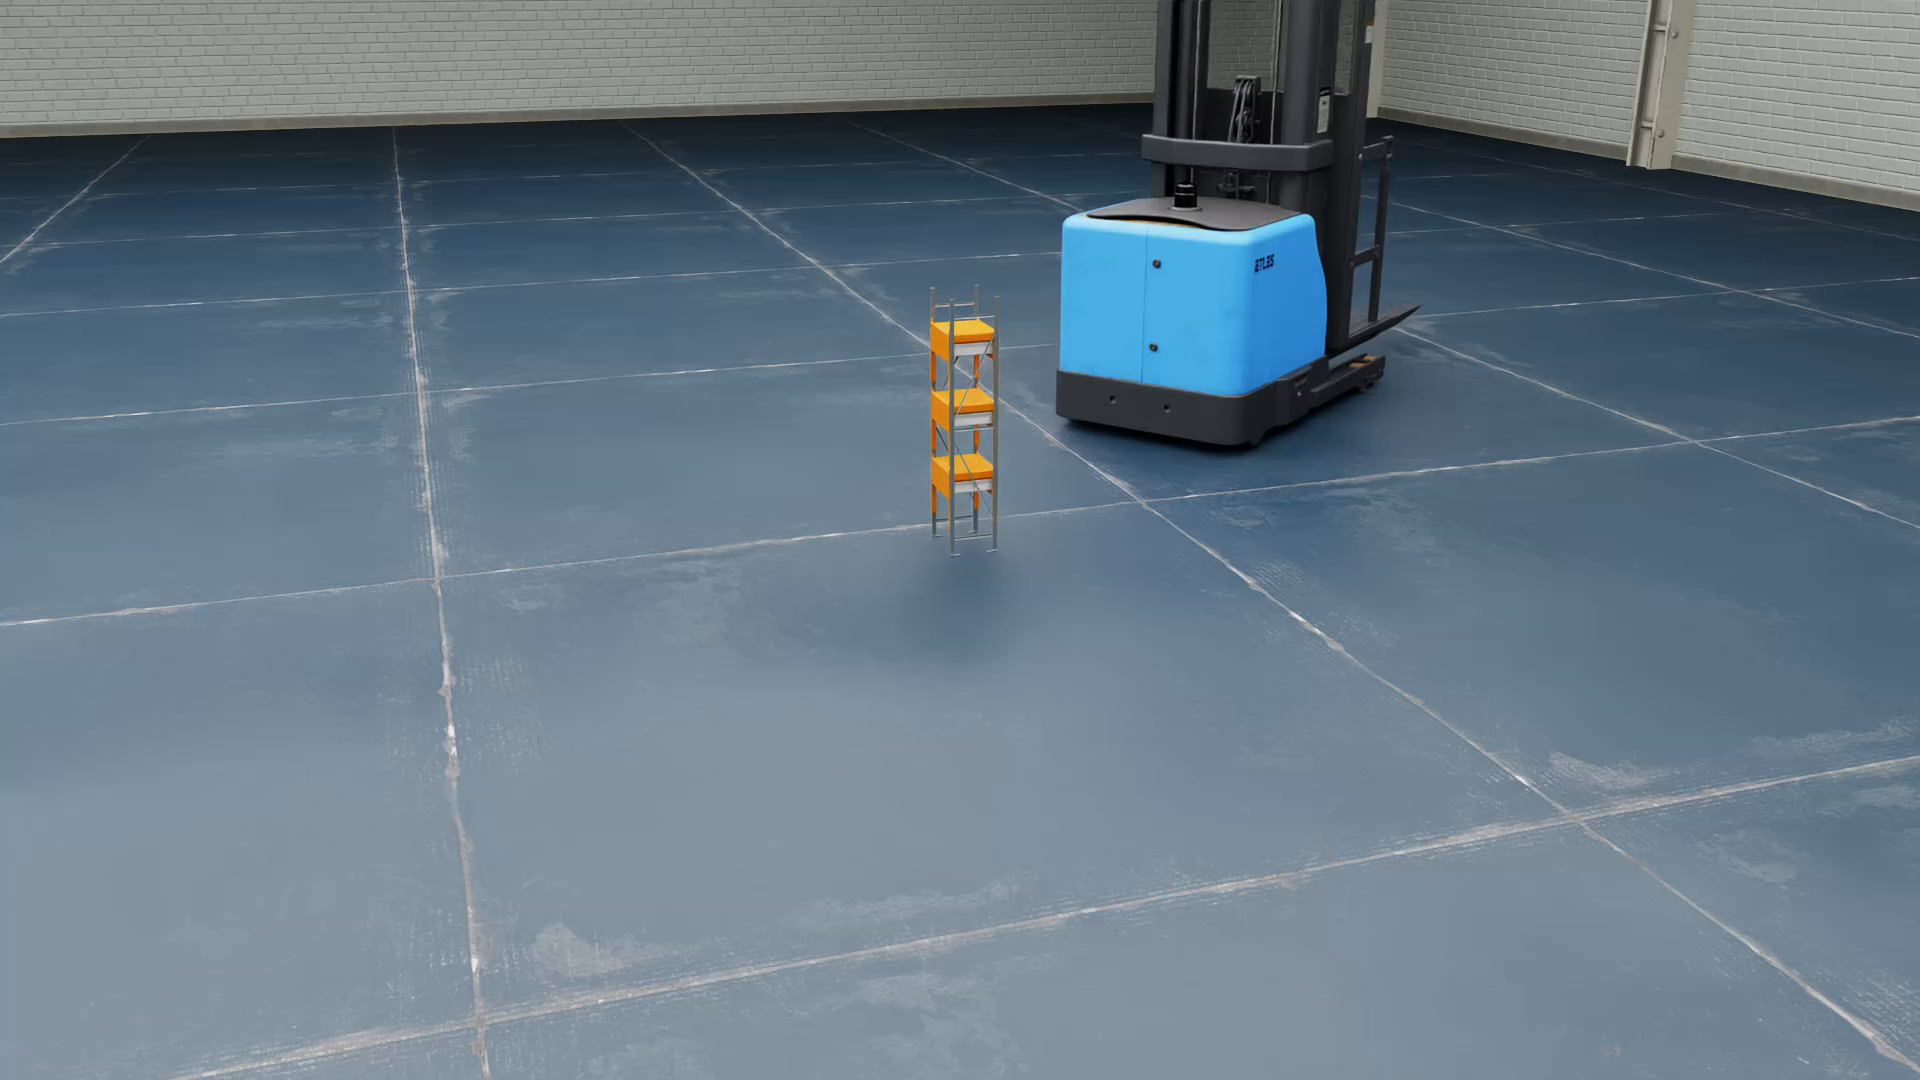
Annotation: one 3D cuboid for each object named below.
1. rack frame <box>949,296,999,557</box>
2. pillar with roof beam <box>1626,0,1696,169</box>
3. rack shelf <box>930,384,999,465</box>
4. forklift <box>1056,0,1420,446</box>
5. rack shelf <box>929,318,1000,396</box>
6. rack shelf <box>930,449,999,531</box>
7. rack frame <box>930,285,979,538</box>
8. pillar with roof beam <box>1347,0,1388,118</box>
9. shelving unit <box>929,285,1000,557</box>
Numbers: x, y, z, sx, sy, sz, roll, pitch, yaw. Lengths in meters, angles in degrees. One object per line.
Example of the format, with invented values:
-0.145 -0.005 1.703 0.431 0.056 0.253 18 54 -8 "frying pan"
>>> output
0.055 -0.438 6.582 0.200 1.050 0.008 -6 21 -17 "rack frame"
3.556 -7.918 15.649 9.100 9.000 0.400 -6 21 -17 "pillar with roof beam"
0.017 -0.467 6.695 0.215 0.259 0.240 -6 21 -17 "rack shelf"
1.733 -2.274 8.912 1.130 2.935 3.031 13 23 32 "forklift"
0.017 -0.734 6.599 0.215 0.259 0.240 -6 21 -17 "rack shelf"
0.017 -0.205 6.789 0.215 0.259 0.240 -6 21 -17 "rack shelf"
-0.022 -0.516 6.800 0.200 1.050 0.008 -6 21 -17 "rack frame"
1.670 -9.843 21.009 9.100 9.000 0.400 -6 21 -17 "pillar with roof beam"
0.017 -0.477 6.691 0.215 1.050 0.252 -6 21 -17 "shelving unit"
